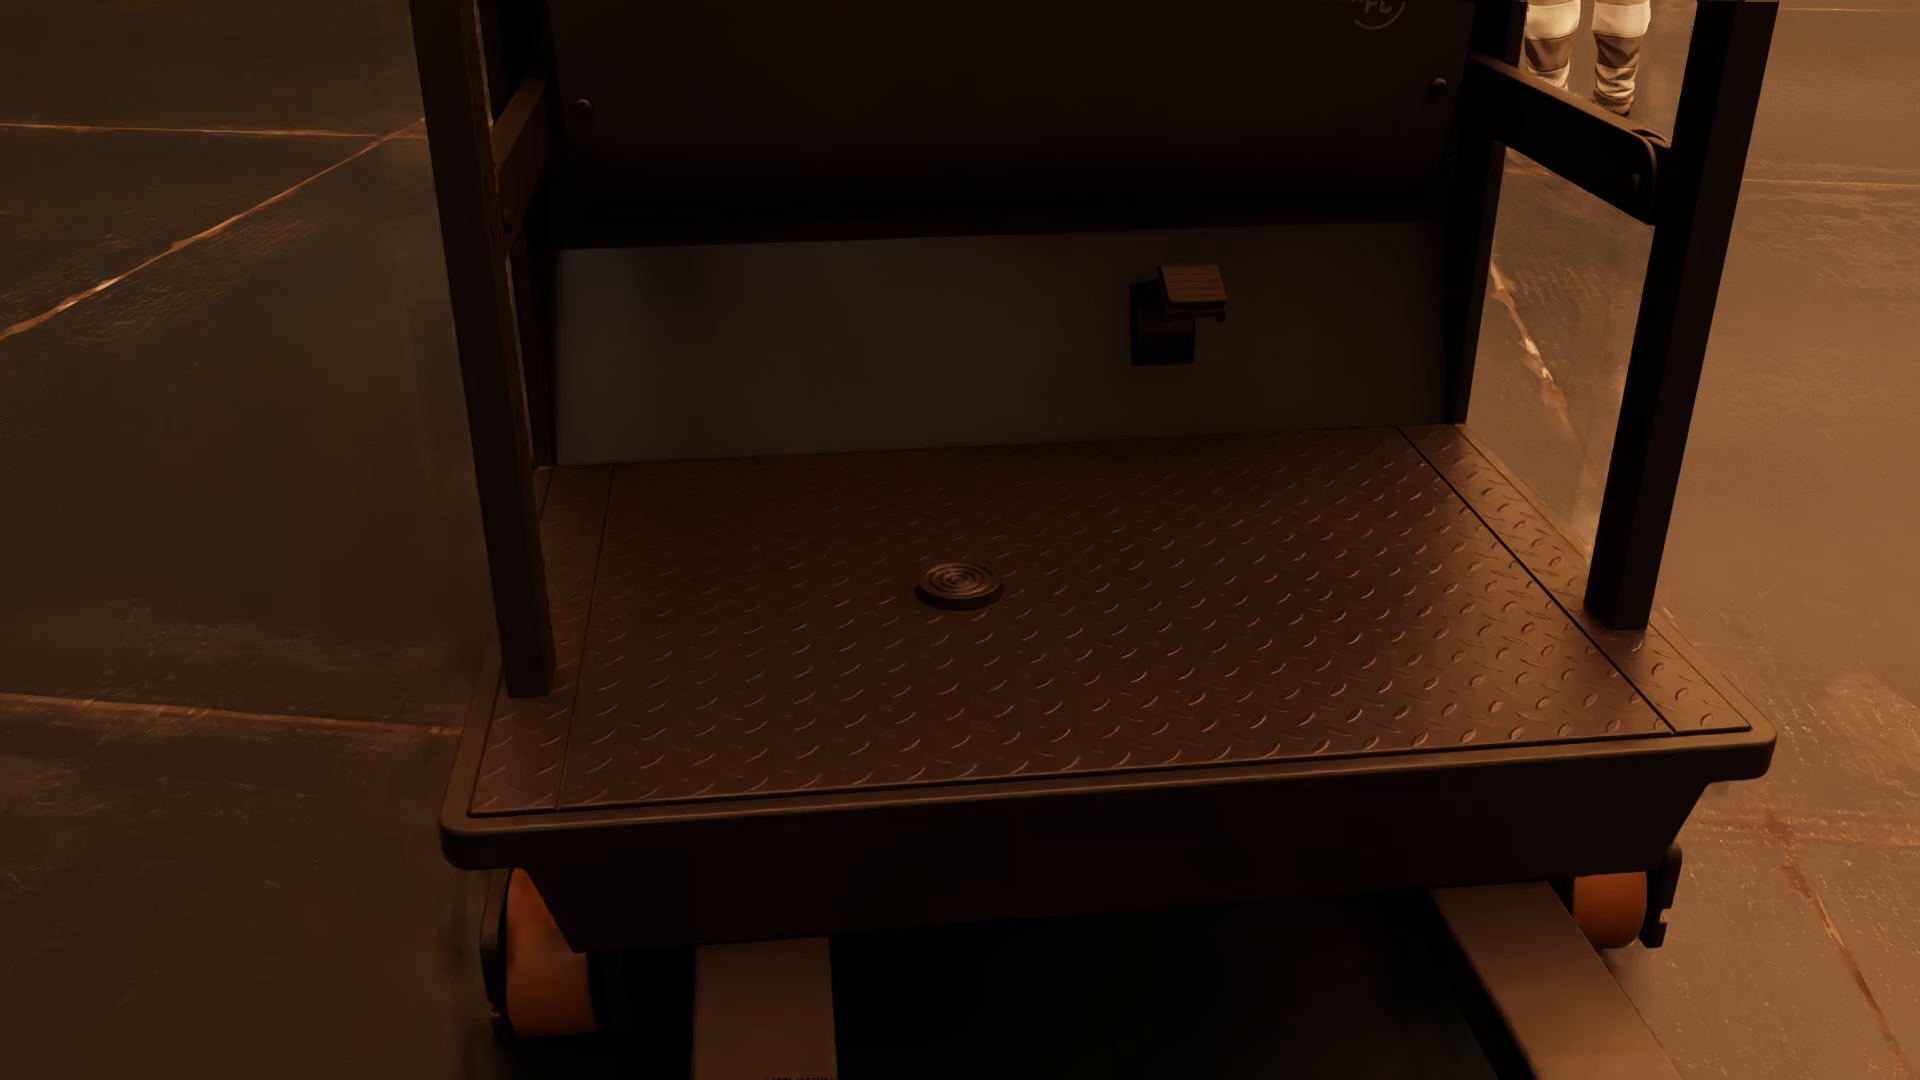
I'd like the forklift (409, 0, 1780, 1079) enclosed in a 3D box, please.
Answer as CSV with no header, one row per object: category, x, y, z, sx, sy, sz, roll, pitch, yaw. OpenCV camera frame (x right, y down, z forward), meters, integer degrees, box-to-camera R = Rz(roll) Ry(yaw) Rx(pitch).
forklift,0.087,-1.009,1.239,1.130,2.935,3.031,-3,27,-6

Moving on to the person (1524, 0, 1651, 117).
person,1.779,-2.094,4.678,0.638,1.787,0.564,3,27,6
